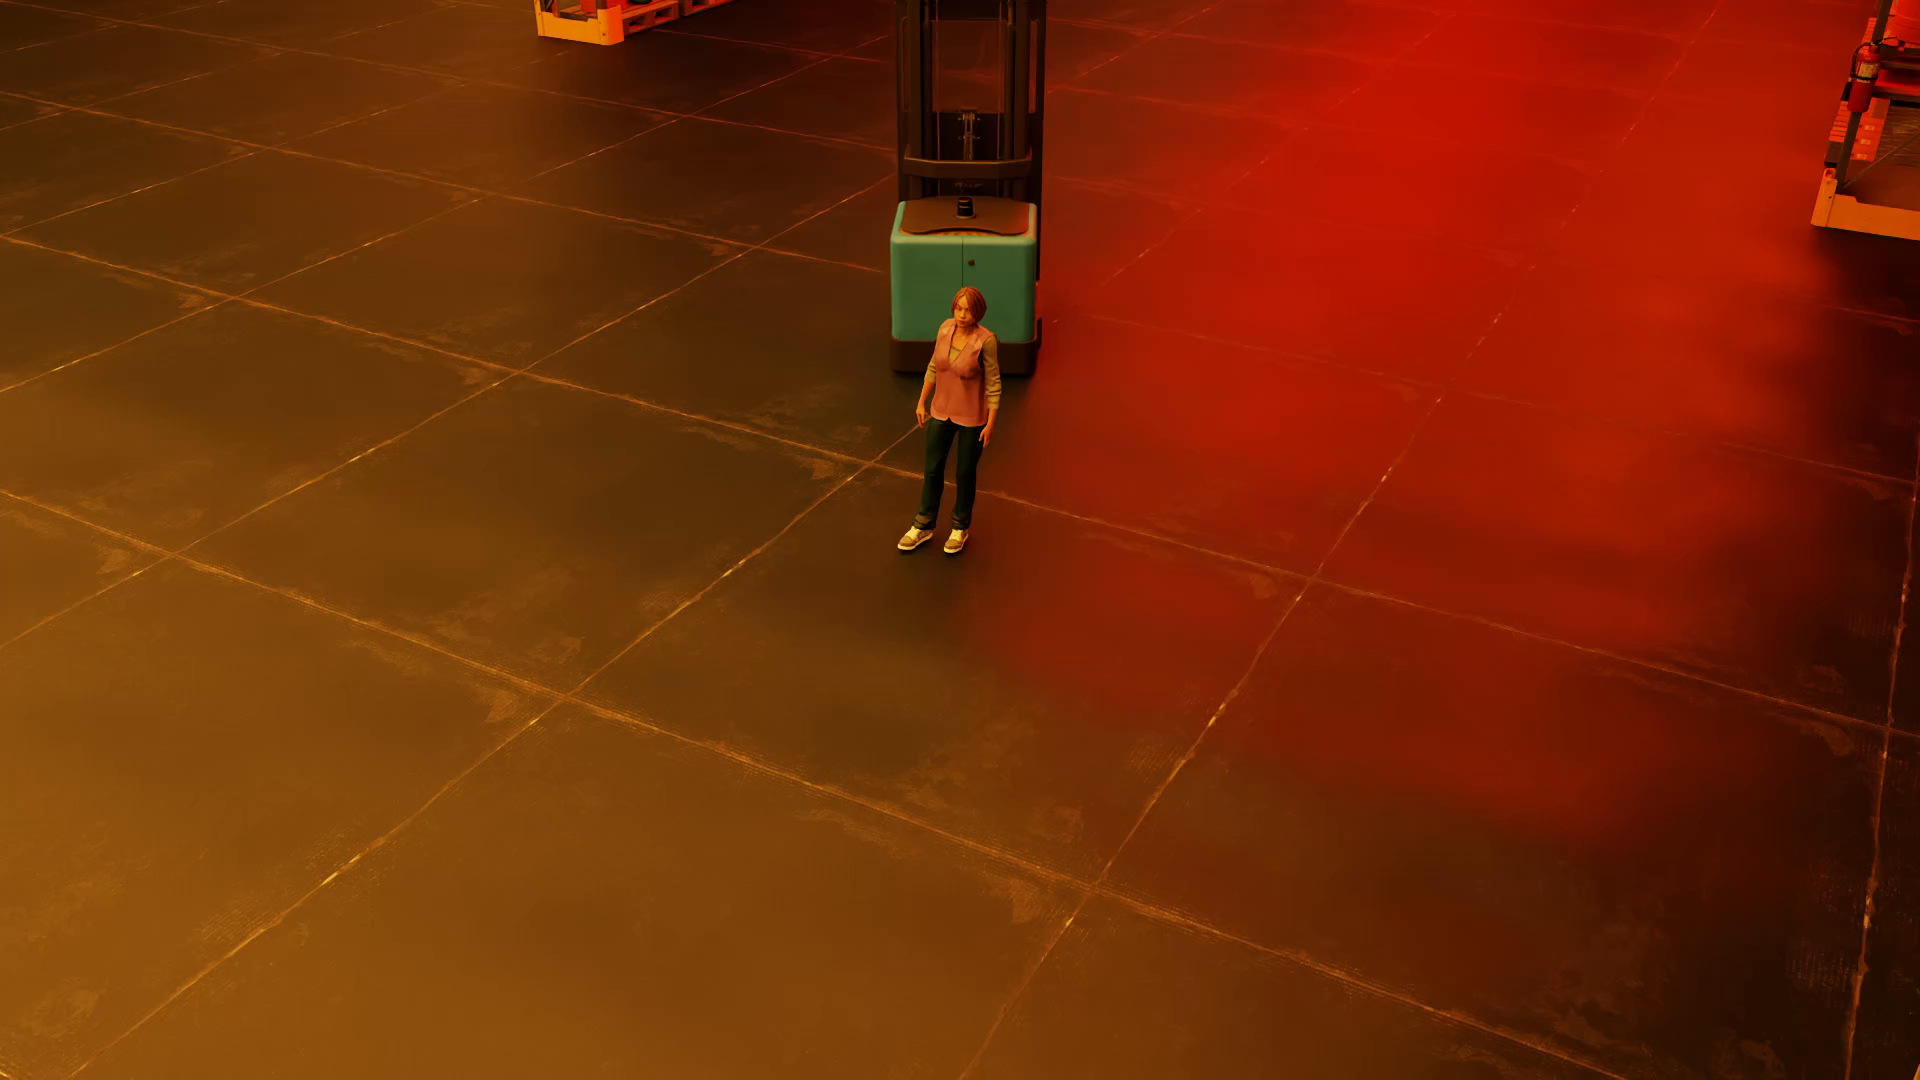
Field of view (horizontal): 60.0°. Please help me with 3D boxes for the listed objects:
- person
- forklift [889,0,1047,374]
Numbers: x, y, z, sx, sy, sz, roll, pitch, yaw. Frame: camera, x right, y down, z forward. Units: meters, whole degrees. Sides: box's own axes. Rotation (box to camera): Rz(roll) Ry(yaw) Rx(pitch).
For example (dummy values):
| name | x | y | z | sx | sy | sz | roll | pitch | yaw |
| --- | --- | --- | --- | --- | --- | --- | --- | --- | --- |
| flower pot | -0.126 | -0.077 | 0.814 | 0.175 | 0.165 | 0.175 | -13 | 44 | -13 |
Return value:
| name | x | y | z | sx | sy | sz | roll | pitch | yaw |
| --- | --- | --- | --- | --- | --- | --- | --- | --- | --- |
| person | -0.048 | -0.668 | 9.549 | 0.521 | 1.599 | 0.473 | 15 | 33 | 25 |
| forklift | 0.087 | -3.163 | 12.550 | 1.130 | 2.935 | 3.031 | 1 | 30 | 2 |
